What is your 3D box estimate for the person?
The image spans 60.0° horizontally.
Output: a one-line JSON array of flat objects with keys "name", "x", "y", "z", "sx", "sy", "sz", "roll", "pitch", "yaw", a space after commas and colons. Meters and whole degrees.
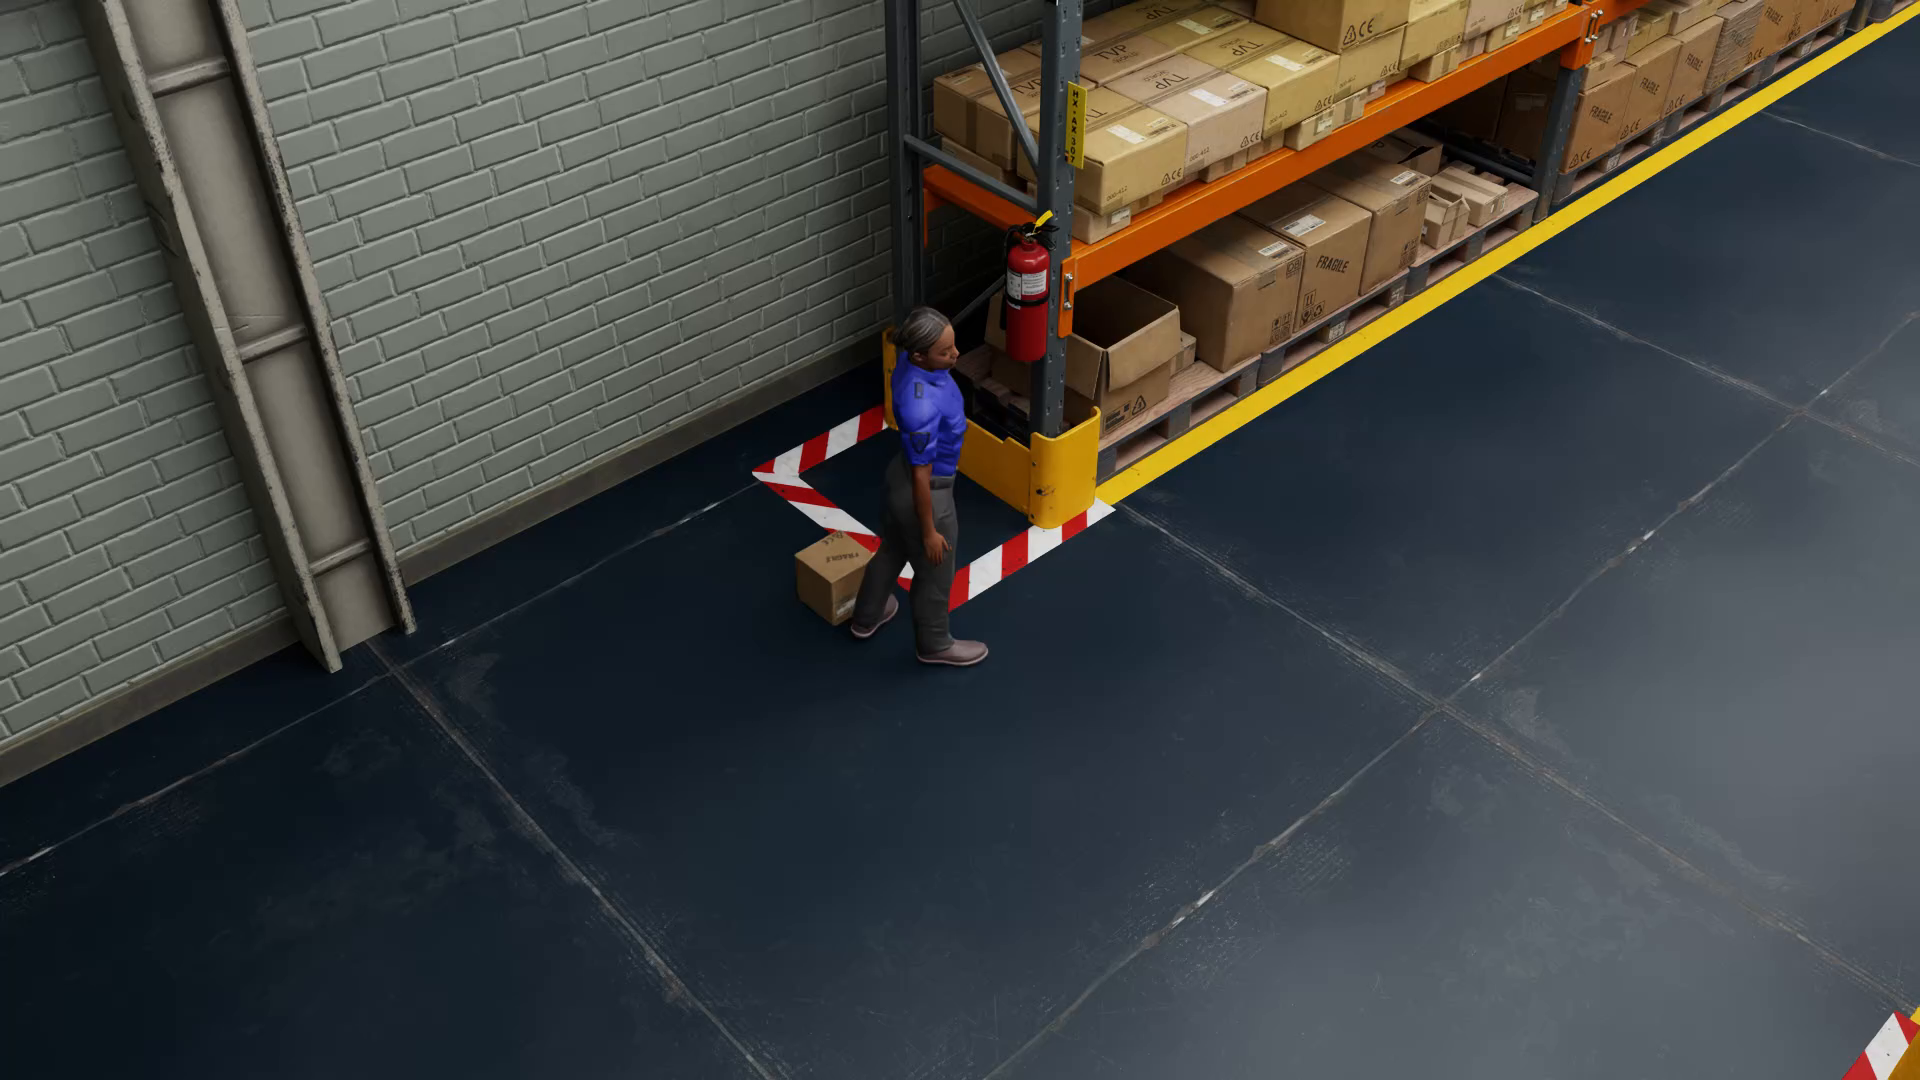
[{"name": "person", "x": -0.169, "y": -0.186, "z": 6.376, "sx": 0.555, "sy": 1.651, "sz": 0.583, "roll": -5, "pitch": 40, "yaw": -6}]
